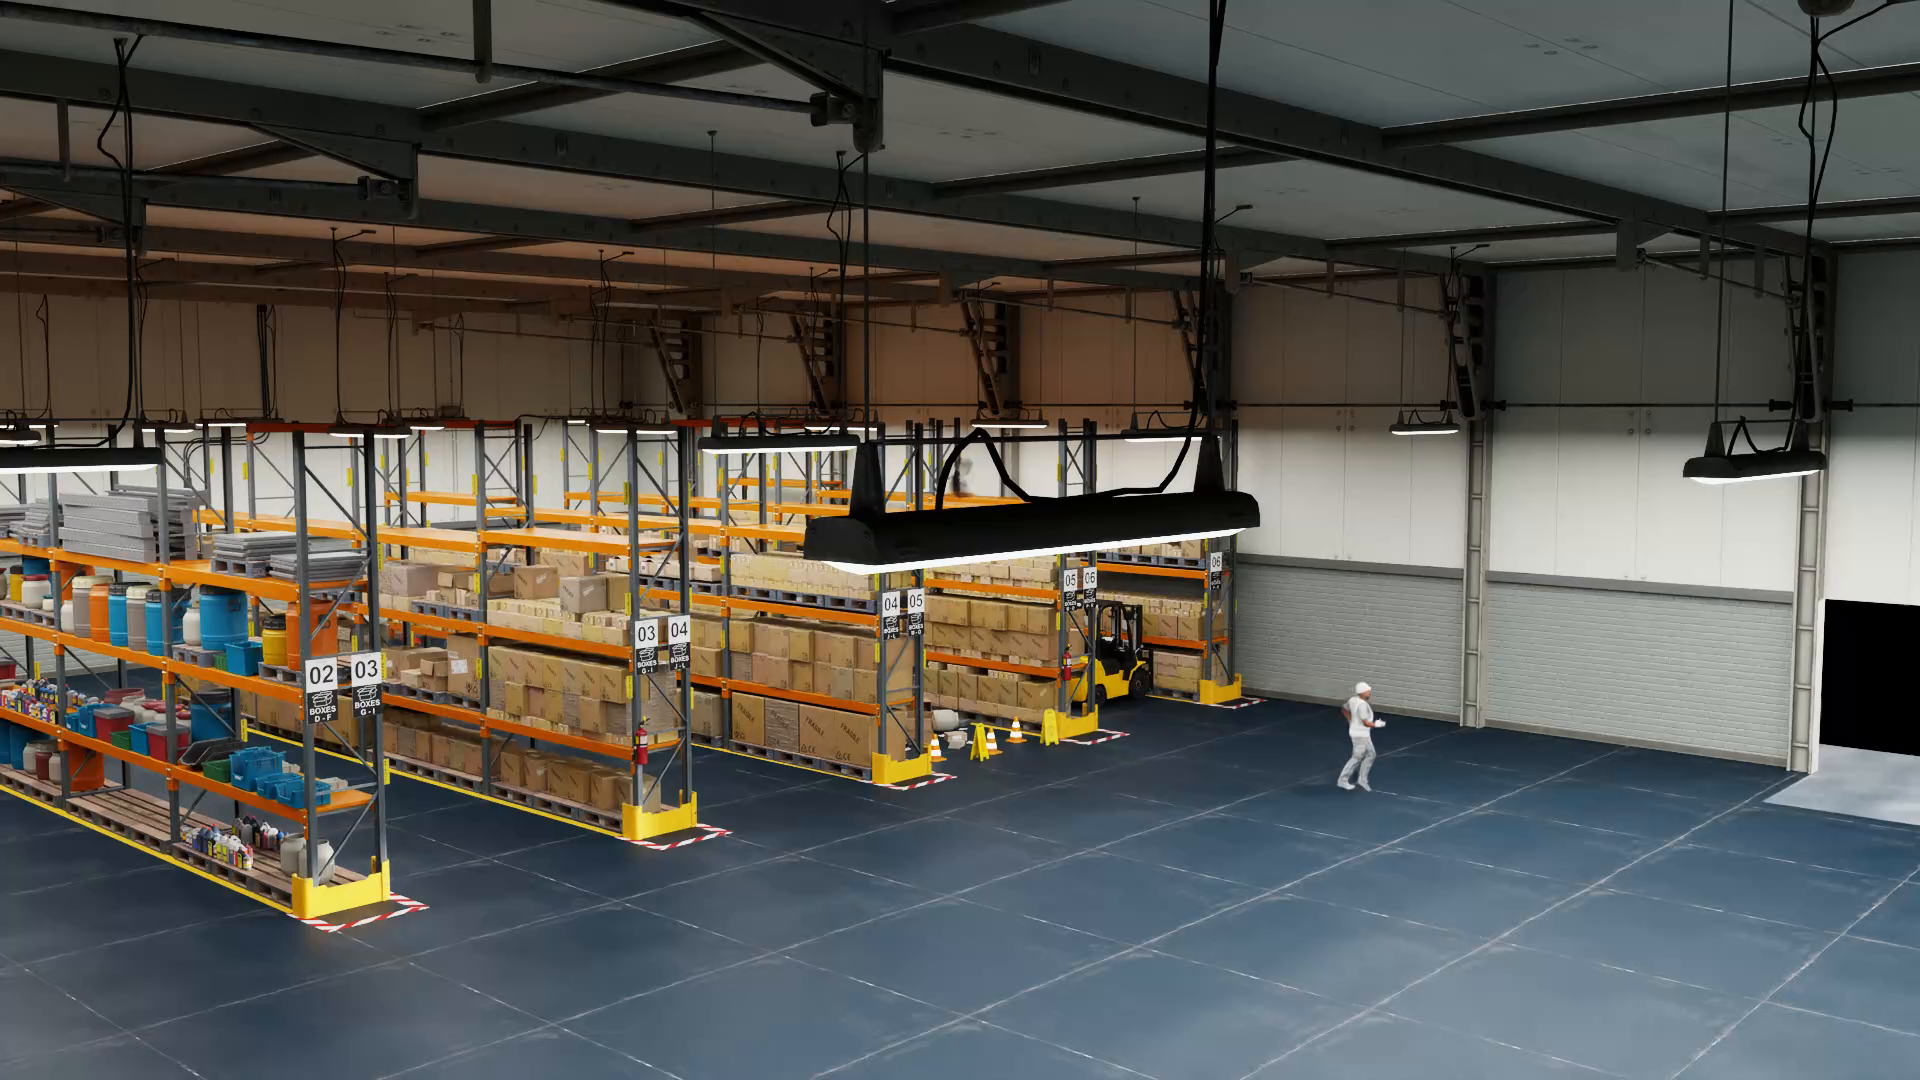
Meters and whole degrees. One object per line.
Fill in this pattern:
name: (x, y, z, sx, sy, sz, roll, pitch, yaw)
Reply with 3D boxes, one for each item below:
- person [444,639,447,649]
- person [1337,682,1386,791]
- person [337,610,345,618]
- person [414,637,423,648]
person: (-12.291, 2.278, 40.053, 0.750, 1.599, 0.538, 1, 5, 14)
person: (6.547, 3.240, 27.159, 0.761, 1.852, 0.700, 0, 5, 6)
person: (-14.442, 2.399, 38.465, 0.762, 1.604, 0.579, 1, 5, 16)
person: (-10.628, 2.785, 32.683, 0.581, 1.741, 0.648, 4, 6, 37)
